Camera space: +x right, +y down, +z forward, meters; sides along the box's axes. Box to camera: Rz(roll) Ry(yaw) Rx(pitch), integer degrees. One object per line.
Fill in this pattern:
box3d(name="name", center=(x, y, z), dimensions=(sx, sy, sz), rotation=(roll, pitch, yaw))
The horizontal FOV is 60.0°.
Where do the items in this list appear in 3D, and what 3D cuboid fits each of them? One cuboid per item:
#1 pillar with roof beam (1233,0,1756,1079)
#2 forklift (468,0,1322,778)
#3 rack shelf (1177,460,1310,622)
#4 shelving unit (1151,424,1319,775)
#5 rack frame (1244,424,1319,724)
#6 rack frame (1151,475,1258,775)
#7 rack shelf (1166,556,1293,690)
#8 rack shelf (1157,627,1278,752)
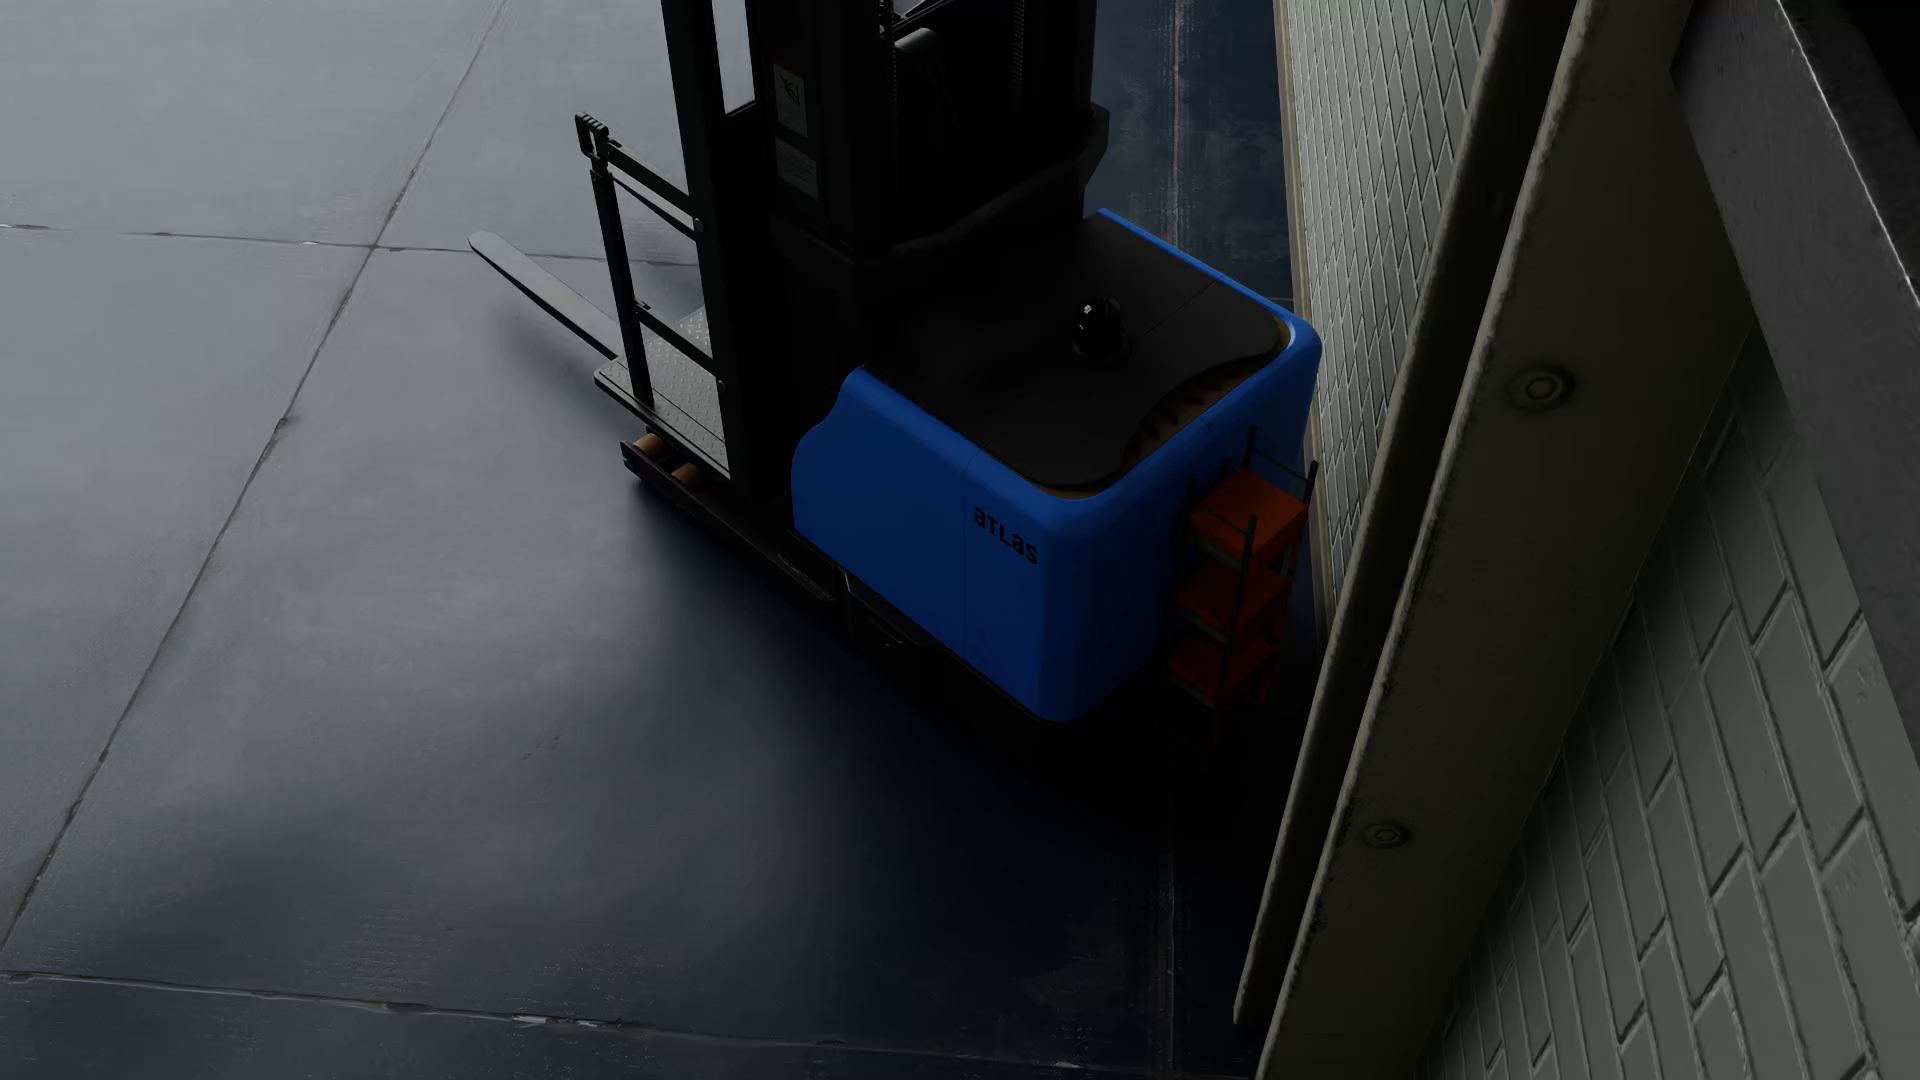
box3d(name="pillar with roof beam", center=(-3.463, -2.003, 0.984), dimensions=(9.100, 9.000, 0.400), rotation=(4, 48, 4))
box3d(name="forklift", center=(-0.447, -1.313, 4.465), dimensions=(3.031, 2.935, 1.130), rotation=(36, 57, 28))
box3d(name="rack shelf", center=(0.704, 0.001, 4.167), dimensions=(0.215, 0.259, 0.240), rotation=(35, 56, 28))
box3d(name="shelving unit", center=(0.704, 0.186, 4.369), dimensions=(0.215, 1.050, 0.252), rotation=(35, 56, 28))
box3d(name="rack frame", center=(0.788, 0.120, 4.429), dimensions=(0.200, 1.050, 0.008), rotation=(35, 56, 28))
box3d(name="rack frame", center=(0.620, 0.251, 4.309), dimensions=(0.200, 1.050, 0.008), rotation=(35, 56, 28))
box3d(name="rack shelf", center=(0.704, 0.193, 4.377), dimensions=(0.215, 0.259, 0.240), rotation=(35, 56, 28))
box3d(name="rack shelf", center=(0.704, 0.380, 4.582), dimensions=(0.215, 0.259, 0.240), rotation=(35, 56, 28))
